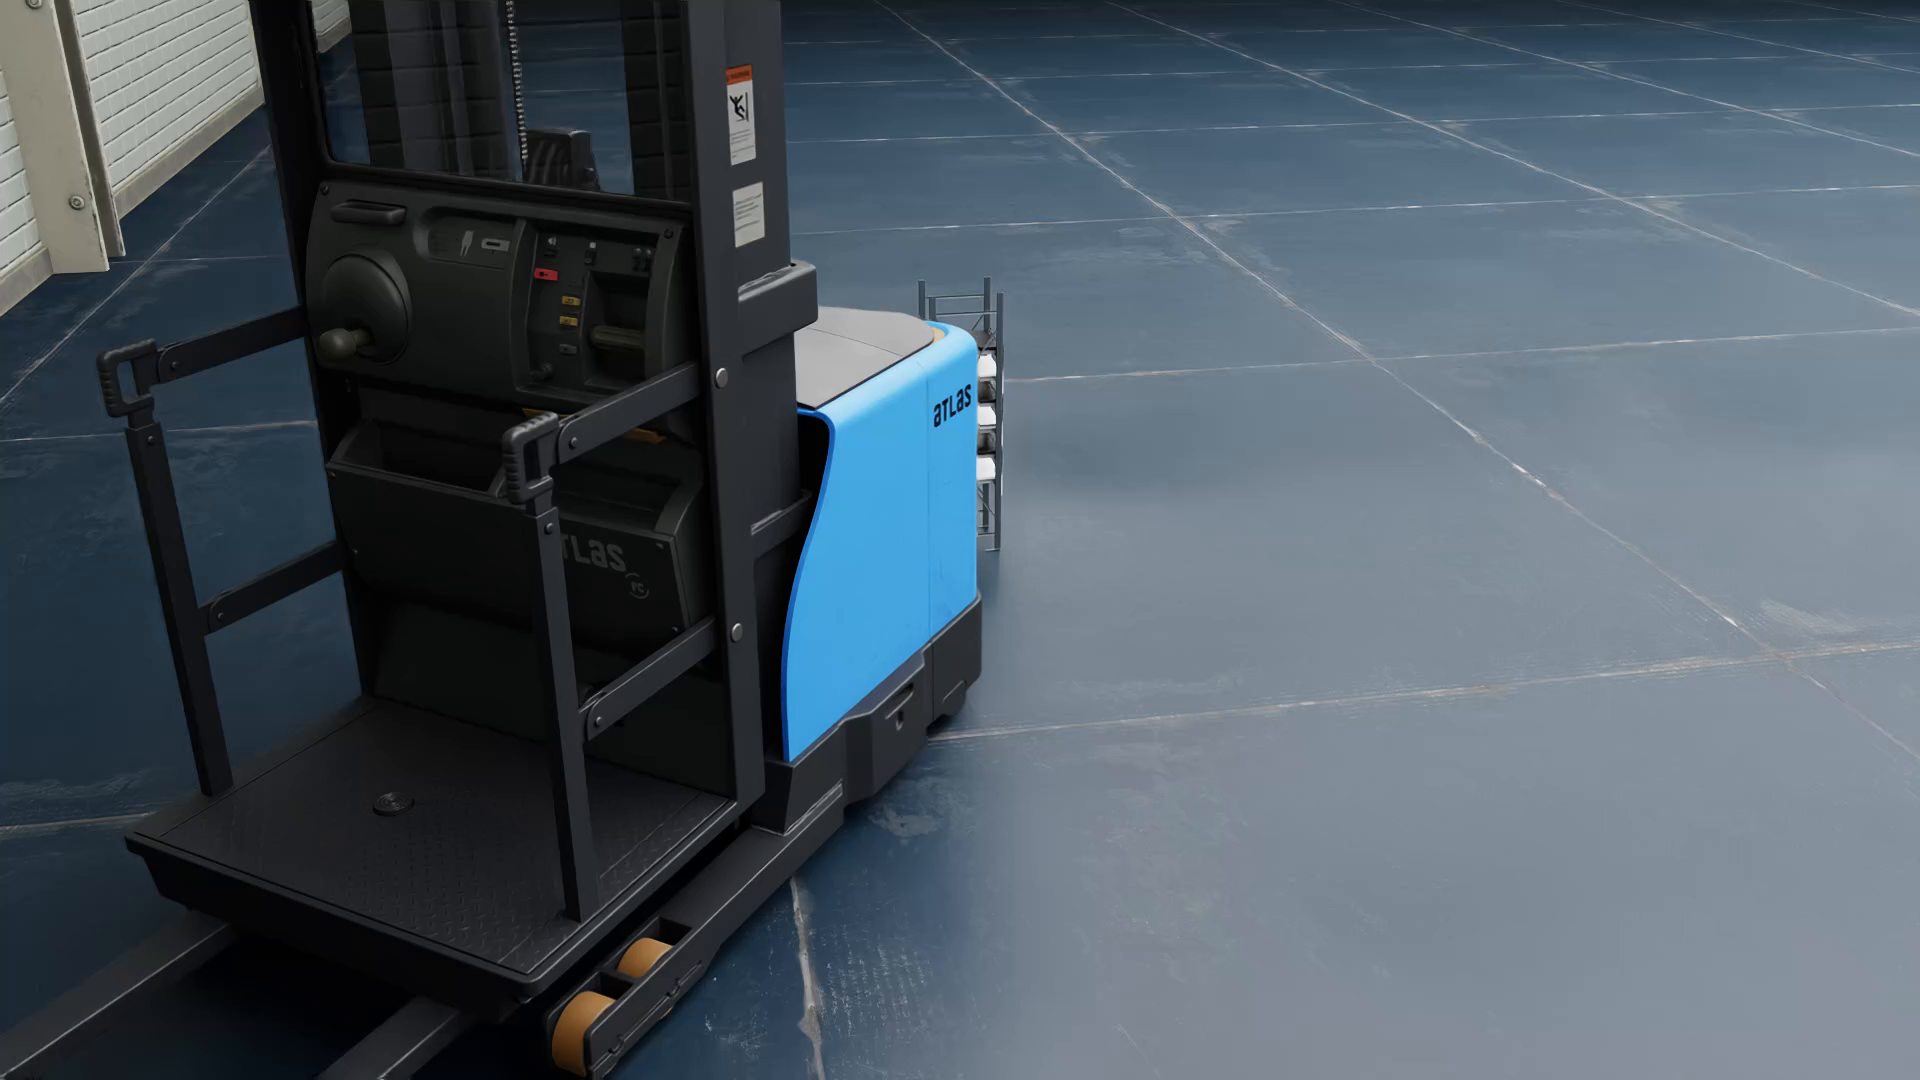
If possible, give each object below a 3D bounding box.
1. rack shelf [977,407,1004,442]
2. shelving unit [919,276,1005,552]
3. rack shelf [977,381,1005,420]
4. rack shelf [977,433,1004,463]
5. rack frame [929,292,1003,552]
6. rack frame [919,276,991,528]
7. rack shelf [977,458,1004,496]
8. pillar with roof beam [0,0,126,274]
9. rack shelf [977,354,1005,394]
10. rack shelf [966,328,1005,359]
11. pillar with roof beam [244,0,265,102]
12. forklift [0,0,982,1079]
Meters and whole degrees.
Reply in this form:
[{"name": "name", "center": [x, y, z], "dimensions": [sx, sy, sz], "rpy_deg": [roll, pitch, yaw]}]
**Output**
[{"name": "rack shelf", "center": [0.001, -0.379, 5.576], "dimensions": [0.258, 0.077, 0.200], "rpy_deg": [-4, 24, -10]}, {"name": "shelving unit", "center": [0.001, -0.409, 5.563], "dimensions": [0.258, 0.900, 0.210], "rpy_deg": [-4, 24, -10]}, {"name": "rack shelf", "center": [0.001, -0.461, 5.540], "dimensions": [0.258, 0.077, 0.200], "rpy_deg": [-4, 24, -10]}, {"name": "rack shelf", "center": [0.001, -0.296, 5.612], "dimensions": [0.258, 0.077, 0.200], "rpy_deg": [-4, 24, -10]}, {"name": "rack frame", "center": [0.020, -0.369, 5.471], "dimensions": [0.240, 0.900, 0.006], "rpy_deg": [-4, 24, -10]}, {"name": "rack frame", "center": [-0.017, -0.449, 5.654], "dimensions": [0.240, 0.900, 0.006], "rpy_deg": [-4, 24, -10]}, {"name": "rack shelf", "center": [0.001, -0.214, 5.648], "dimensions": [0.258, 0.077, 0.200], "rpy_deg": [-4, 24, -10]}, {"name": "pillar with roof beam", "center": [-0.641, -5.984, 8.208], "dimensions": [9.100, 9.000, 0.400], "rpy_deg": [-4, 24, -10]}, {"name": "rack shelf", "center": [0.001, -0.544, 5.504], "dimensions": [0.258, 0.077, 0.200], "rpy_deg": [-4, 24, -10]}, {"name": "rack shelf", "center": [0.001, -0.626, 5.468], "dimensions": [0.258, 0.077, 0.200], "rpy_deg": [-4, 24, -10]}, {"name": "pillar with roof beam", "center": [-1.750, -8.344, 13.612], "dimensions": [9.100, 9.000, 0.400], "rpy_deg": [-4, 24, -10]}, {"name": "forklift", "center": [-1.050, -0.477, 3.180], "dimensions": [1.130, 2.935, 3.031], "rpy_deg": [11, 26, 24]}]
